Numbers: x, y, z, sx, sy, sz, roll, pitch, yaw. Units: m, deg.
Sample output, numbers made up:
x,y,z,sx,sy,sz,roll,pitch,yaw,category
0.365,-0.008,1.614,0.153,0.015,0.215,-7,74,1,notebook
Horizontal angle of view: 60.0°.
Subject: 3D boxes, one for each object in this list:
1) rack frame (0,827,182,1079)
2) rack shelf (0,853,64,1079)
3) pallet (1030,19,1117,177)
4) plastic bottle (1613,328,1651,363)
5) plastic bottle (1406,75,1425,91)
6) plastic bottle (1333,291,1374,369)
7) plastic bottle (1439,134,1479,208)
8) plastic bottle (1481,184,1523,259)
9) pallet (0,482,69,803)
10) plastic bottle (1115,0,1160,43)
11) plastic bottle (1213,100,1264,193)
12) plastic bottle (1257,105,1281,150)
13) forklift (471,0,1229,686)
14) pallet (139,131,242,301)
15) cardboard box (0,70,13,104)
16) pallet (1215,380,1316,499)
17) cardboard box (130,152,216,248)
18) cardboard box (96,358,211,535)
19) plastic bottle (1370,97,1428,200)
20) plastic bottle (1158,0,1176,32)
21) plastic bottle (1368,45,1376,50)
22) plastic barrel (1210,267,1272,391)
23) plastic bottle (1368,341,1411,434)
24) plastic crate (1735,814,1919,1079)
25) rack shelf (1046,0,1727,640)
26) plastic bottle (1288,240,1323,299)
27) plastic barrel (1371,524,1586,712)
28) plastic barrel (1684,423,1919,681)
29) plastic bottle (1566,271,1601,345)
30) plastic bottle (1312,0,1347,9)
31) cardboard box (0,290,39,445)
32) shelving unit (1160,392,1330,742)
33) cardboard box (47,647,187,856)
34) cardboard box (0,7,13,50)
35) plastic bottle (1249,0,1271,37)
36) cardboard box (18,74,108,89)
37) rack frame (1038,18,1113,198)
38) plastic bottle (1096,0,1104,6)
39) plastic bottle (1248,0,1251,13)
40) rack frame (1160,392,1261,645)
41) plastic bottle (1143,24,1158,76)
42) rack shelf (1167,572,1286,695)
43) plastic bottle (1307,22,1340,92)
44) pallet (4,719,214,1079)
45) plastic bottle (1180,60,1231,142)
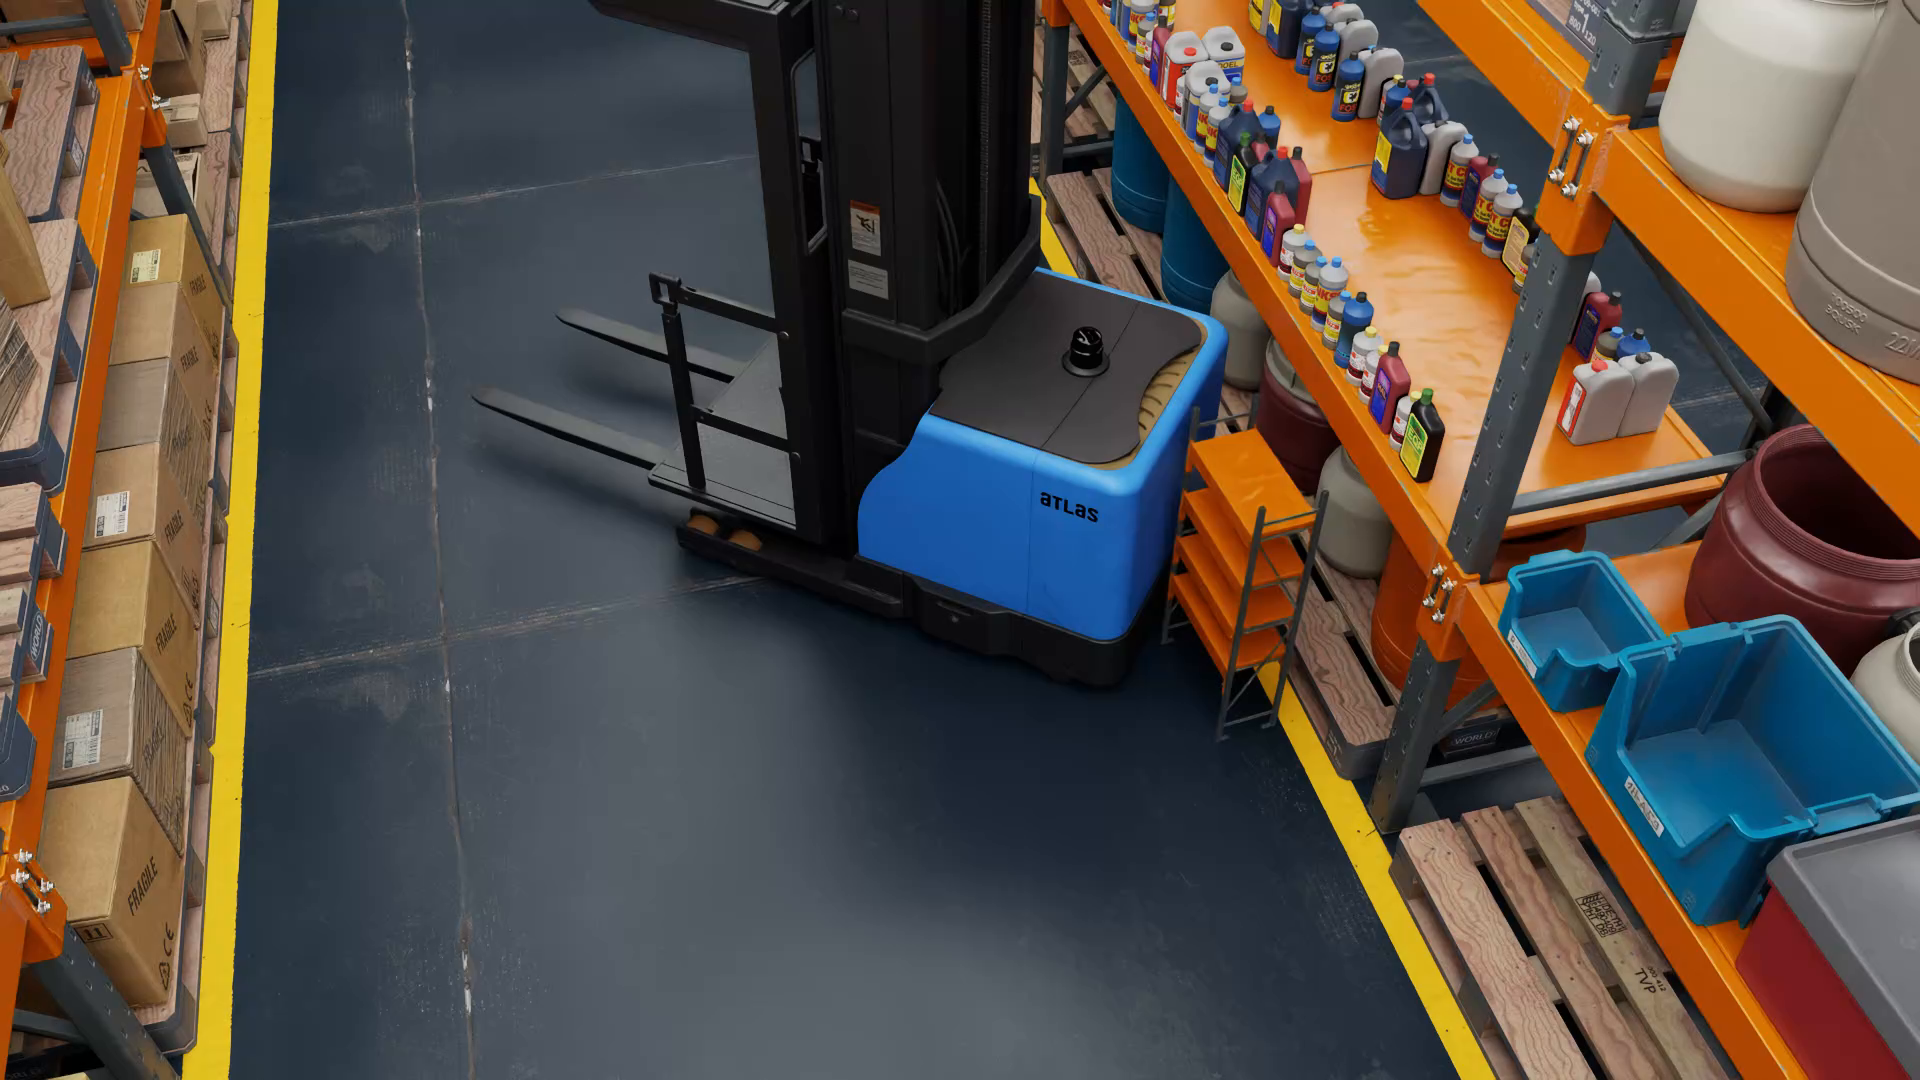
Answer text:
x,y,z,sx,sy,sz,roll,pitch,yaw,category
-2.866,0.744,3.920,1.000,3.000,0.127,-11,47,-10,rack frame
-2.354,2.377,2.824,1.077,0.370,4.000,-11,47,-10,rack shelf
0.674,-2.445,8.998,1.003,0.211,1.213,-11,47,-10,pallet
2.122,-0.557,5.286,0.097,0.271,0.097,0,46,0,plastic bottle
1.733,-1.662,6.360,0.061,0.283,0.133,-11,47,-10,plastic bottle
1.287,-0.692,5.418,0.097,0.271,0.097,0,46,0,plastic bottle
1.827,-1.354,6.067,0.097,0.271,0.097,0,46,0,plastic bottle
1.911,-1.128,5.845,0.097,0.271,0.097,0,46,0,plastic bottle
-3.107,0.356,4.435,1.213,0.211,1.003,-11,47,-10,pallet
0.744,-2.235,6.927,0.152,0.276,0.135,-11,47,-10,plastic bottle
1.033,-1.469,6.124,0.144,0.351,0.185,-11,47,-10,plastic bottle
1.139,-1.494,6.204,0.097,0.271,0.097,0,46,0,plastic bottle
-0.564,-1.222,5.895,3.031,2.935,1.130,19,49,18,forklift
-4.064,-1.516,8.088,1.003,0.211,1.213,-11,47,-10,pallet
-3.984,-1.831,6.081,0.700,0.500,0.500,-26,51,-23,cardboard box
1.373,-0.560,7.151,1.003,0.211,1.213,-11,47,-10,pallet
-3.788,-1.560,7.753,0.500,0.311,0.500,-11,47,-10,cardboard box
-3.240,-0.319,6.405,0.500,0.500,0.500,-10,46,-10,cardboard box
1.621,-1.447,6.103,0.144,0.351,0.185,-11,47,-10,plastic bottle
0.859,-2.245,6.989,0.097,0.201,0.097,0,46,0,plastic bottle
1.626,-1.870,6.621,0.097,0.201,0.097,0,46,0,plastic bottle
1.262,-0.923,7.002,0.421,0.512,0.421,0,46,0,plastic barrel
1.349,-0.479,5.201,0.061,0.283,0.133,-11,47,-10,plastic bottle
2.042,0.990,3.634,0.402,0.464,0.583,-11,47,-10,plastic crate
1.412,-1.288,6.416,1.077,0.370,4.000,-11,47,-10,rack shelf
1.187,-0.936,5.706,0.097,0.201,0.097,0,46,0,plastic bottle
1.782,0.119,5.759,0.600,0.830,0.708,-11,47,-10,plastic barrel
2.335,0.058,4.497,0.600,0.536,0.708,-11,47,-10,plastic barrel
2.007,-0.793,5.514,0.152,0.276,0.135,-11,47,-10,plastic bottle
1.499,-2.201,6.841,0.144,0.351,0.185,-11,47,-10,plastic bottle
-3.185,-0.518,4.794,0.700,0.500,0.500,-3,46,-3,cardboard box
0.962,0.120,5.787,0.258,1.200,0.503,-14,48,-13,shelving unit
-2.845,0.738,5.369,0.500,0.500,0.500,-12,47,-12,cardboard box
-4.266,-2.351,6.883,0.500,0.500,0.500,-10,46,-10,cardboard box
1.312,-2.302,6.940,0.144,0.351,0.185,-11,47,-10,plastic bottle
-4.502,-2.090,8.272,0.500,0.311,0.500,-11,47,-10,cardboard box
0.900,-2.921,7.512,1.000,3.000,0.127,-11,47,-10,rack frame
0.615,-2.456,7.139,0.061,0.283,0.133,-11,47,-10,plastic bottle
1.291,-2.350,7.092,0.097,0.201,0.097,0,46,0,plastic bottle
0.882,-0.047,5.946,0.240,1.200,0.015,-14,48,-13,rack frame
0.797,-1.990,6.739,0.097,0.201,0.097,0,46,0,plastic bottle
0.961,0.303,5.980,0.258,0.148,0.480,-14,48,-13,rack shelf
1.454,-1.934,6.635,0.097,0.271,0.097,0,46,0,plastic bottle
-3.020,1.198,5.428,1.003,0.211,1.213,-11,47,-10,pallet
0.946,-1.688,6.391,0.152,0.276,0.135,-11,47,-10,plastic bottle
